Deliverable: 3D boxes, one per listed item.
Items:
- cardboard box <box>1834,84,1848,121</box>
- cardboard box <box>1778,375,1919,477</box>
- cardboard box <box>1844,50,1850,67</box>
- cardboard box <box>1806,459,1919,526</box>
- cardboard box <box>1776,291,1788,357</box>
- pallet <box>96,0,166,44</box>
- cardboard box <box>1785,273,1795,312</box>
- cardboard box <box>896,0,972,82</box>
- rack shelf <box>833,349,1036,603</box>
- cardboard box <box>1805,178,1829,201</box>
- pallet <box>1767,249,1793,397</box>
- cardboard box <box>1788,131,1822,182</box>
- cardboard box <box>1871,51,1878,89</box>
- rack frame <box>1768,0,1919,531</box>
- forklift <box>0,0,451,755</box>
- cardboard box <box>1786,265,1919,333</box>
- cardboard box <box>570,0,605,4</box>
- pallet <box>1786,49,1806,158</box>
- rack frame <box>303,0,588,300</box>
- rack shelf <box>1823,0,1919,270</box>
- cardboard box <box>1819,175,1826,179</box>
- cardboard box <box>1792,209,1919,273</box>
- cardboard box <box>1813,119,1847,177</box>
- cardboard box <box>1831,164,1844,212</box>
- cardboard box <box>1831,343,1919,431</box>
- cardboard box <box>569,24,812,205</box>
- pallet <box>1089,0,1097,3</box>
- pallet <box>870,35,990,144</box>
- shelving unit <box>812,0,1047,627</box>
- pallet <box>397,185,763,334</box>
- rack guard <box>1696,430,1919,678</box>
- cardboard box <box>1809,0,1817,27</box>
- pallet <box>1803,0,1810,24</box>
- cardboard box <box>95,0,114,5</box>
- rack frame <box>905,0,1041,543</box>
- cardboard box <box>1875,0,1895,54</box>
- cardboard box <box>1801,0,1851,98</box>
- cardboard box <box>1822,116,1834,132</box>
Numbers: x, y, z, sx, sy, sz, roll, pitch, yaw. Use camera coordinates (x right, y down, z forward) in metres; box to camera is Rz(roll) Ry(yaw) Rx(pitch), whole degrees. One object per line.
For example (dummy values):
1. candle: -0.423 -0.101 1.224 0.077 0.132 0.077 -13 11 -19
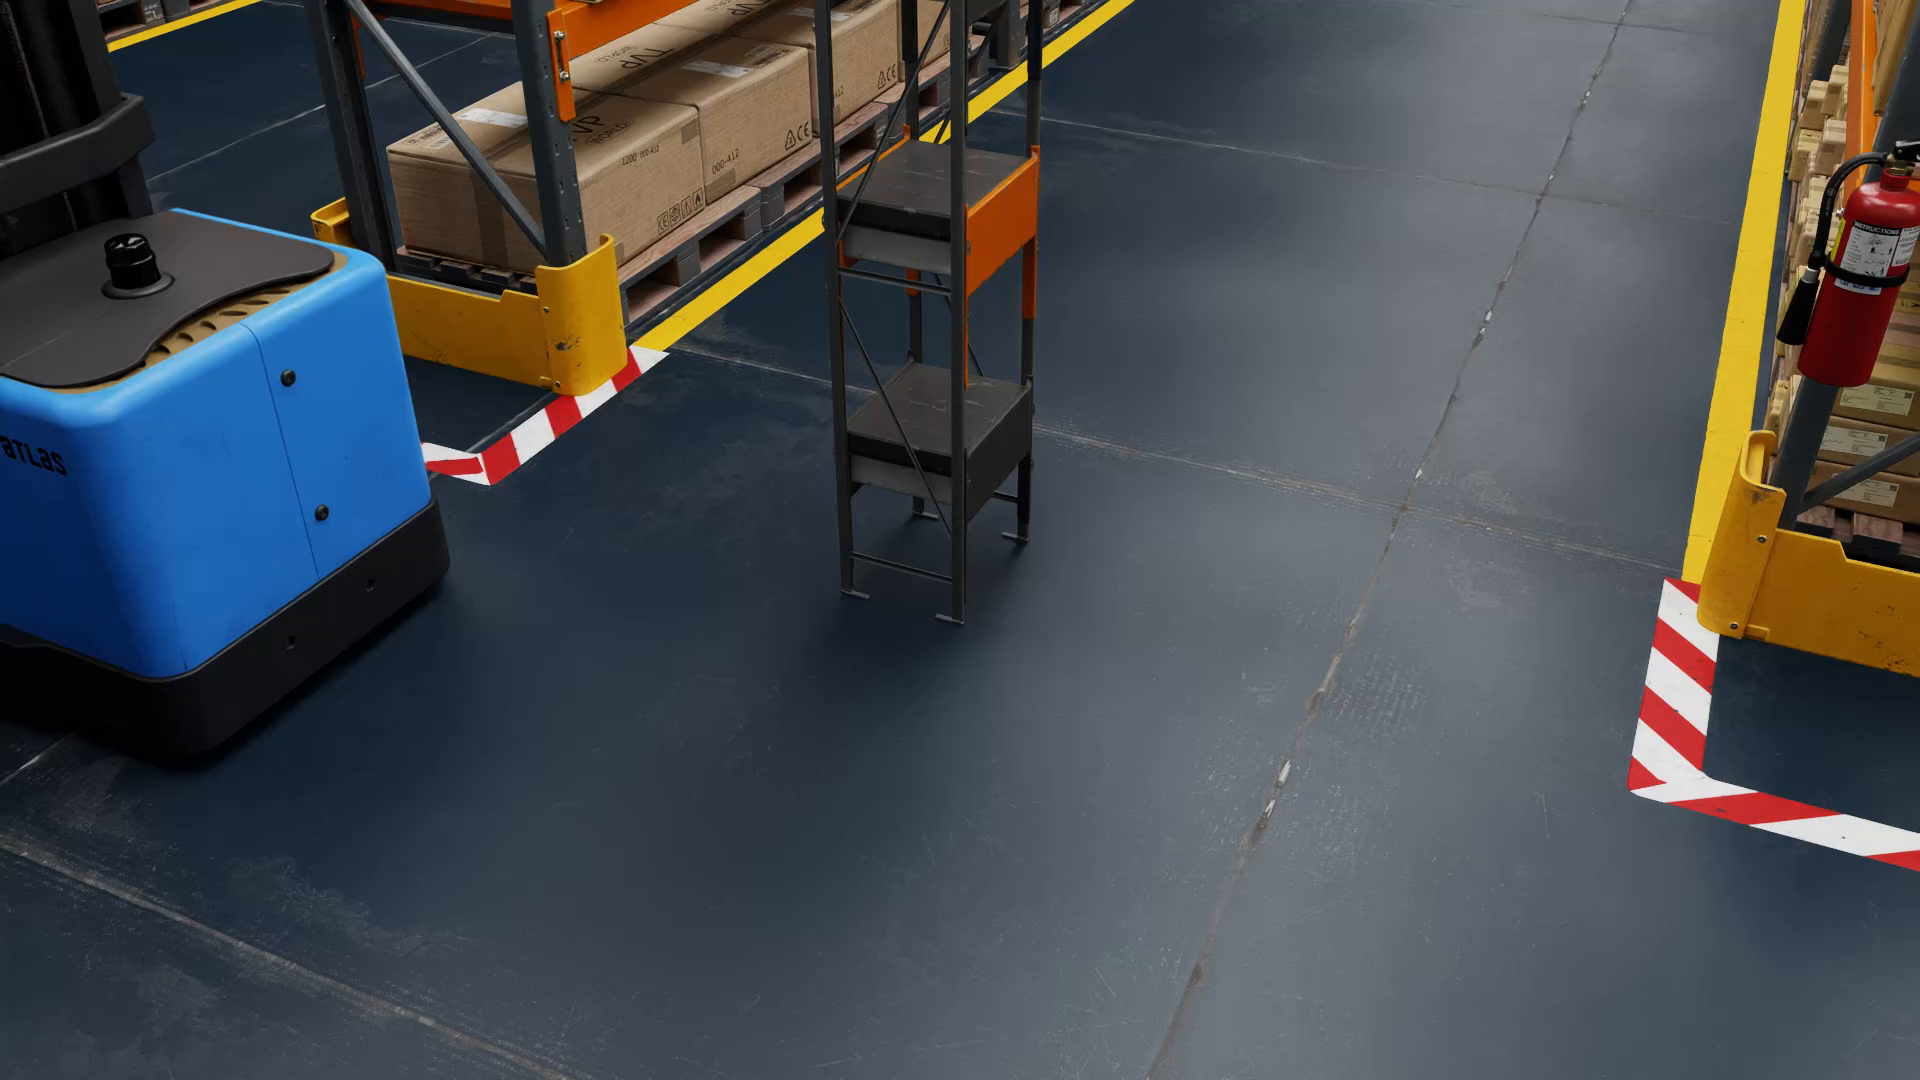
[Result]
1. cardboard box: 3.828 -1.749 6.856 0.380 0.149 0.250 14 36 20
2. cardboard box: 2.679 -0.346 4.987 0.380 0.149 0.250 13 36 19
3. cardboard box: 4.059 -2.010 7.254 0.380 0.149 0.250 16 36 22
4. cardboard box: 2.748 -0.203 5.041 0.380 0.149 0.250 15 36 21
5. cardboard box: 3.094 -0.733 5.850 0.380 0.149 0.250 13 35 18
6. pallet: -5.455 -3.006 9.642 1.003 0.211 1.213 14 36 20
7. cardboard box: 3.100 -0.866 5.780 0.380 0.149 0.250 15 36 21
8. cardboard box: -0.508 -2.803 8.743 0.875 0.438 0.875 14 36 20
9. rack shelf: -0.069 -0.199 4.940 0.431 0.518 0.480 14 36 20
10. cardboard box: 3.440 -1.250 6.366 0.380 0.149 0.250 14 36 20
11. pallet: 3.633 -0.783 6.252 1.003 0.211 1.213 14 36 20
12. cardboard box: 3.835 -1.645 7.240 0.380 0.149 0.250 15 36 22
13. cardboard box: 2.912 -1.408 4.890 0.380 0.149 0.250 15 36 22
14. rack frame: 2.717 -0.909 3.901 1.000 3.000 0.127 14 36 20
15. forklift: -3.087 -1.215 4.431 3.031 2.935 1.130 15 36 22
16. cardboard box: 2.859 -0.734 5.308 0.380 0.149 0.250 13 36 19
17. cardboard box: -1.359 -2.210 5.793 0.500 0.500 0.500 14 36 20
18. pallet: 4.715 -2.124 8.296 1.003 0.211 1.213 14 36 20
19. rack frame: -1.821 -1.995 5.557 1.000 3.000 0.127 14 36 20
20. rack shelf: 3.554 -1.605 5.618 1.077 0.370 4.000 14 36 20
21. cardboard box: 3.718 -1.371 6.823 0.380 0.149 0.250 13 36 20
22. cardboard box: 3.087 -0.995 5.706 0.380 0.149 0.250 16 36 22
23. cardboard box: 3.559 -1.506 6.485 0.380 0.149 0.250 15 36 21
24. cardboard box: 3.382 -1.237 6.076 0.380 0.149 0.250 14 36 21
25. cardboard box: 2.709 -0.464 4.896 0.380 0.149 0.250 15 36 21
26. cardboard box: -1.260 -1.908 7.378 0.875 0.438 0.875 15 36 22
27. pallet: 0.616 -3.832 10.902 1.003 0.211 1.213 14 36 20
28. pallet: -0.537 -2.460 8.809 1.003 0.211 1.213 14 36 20
29. shelving unit: -0.069 -0.796 4.549 0.431 2.100 0.503 14 36 20
30. pallet: -1.557 -1.245 6.956 1.003 0.211 1.213 14 36 20
31. rack guard: 2.749 0.098 4.645 1.175 0.500 0.348 14 36 20
32. cardboard box: 4.905 -2.968 8.938 0.500 0.500 0.500 13 36 19
33. pallet: 5.736 -3.339 10.149 1.003 0.211 1.213 14 36 20
34. cardboard box: -5.162 -3.479 9.716 0.700 0.500 0.500 13 35 19
35. rack frame: 0.033 -0.917 4.734 0.400 2.100 0.015 14 36 20
36. cardboard box: 2.892 -1.614 4.613 0.500 0.500 0.500 14 36 20
37. cardboard box: 4.472 -2.458 8.160 0.500 0.500 0.500 13 36 20
38. cardboard box: 3.924 -1.756 7.138 0.380 0.149 0.250 14 36 21
